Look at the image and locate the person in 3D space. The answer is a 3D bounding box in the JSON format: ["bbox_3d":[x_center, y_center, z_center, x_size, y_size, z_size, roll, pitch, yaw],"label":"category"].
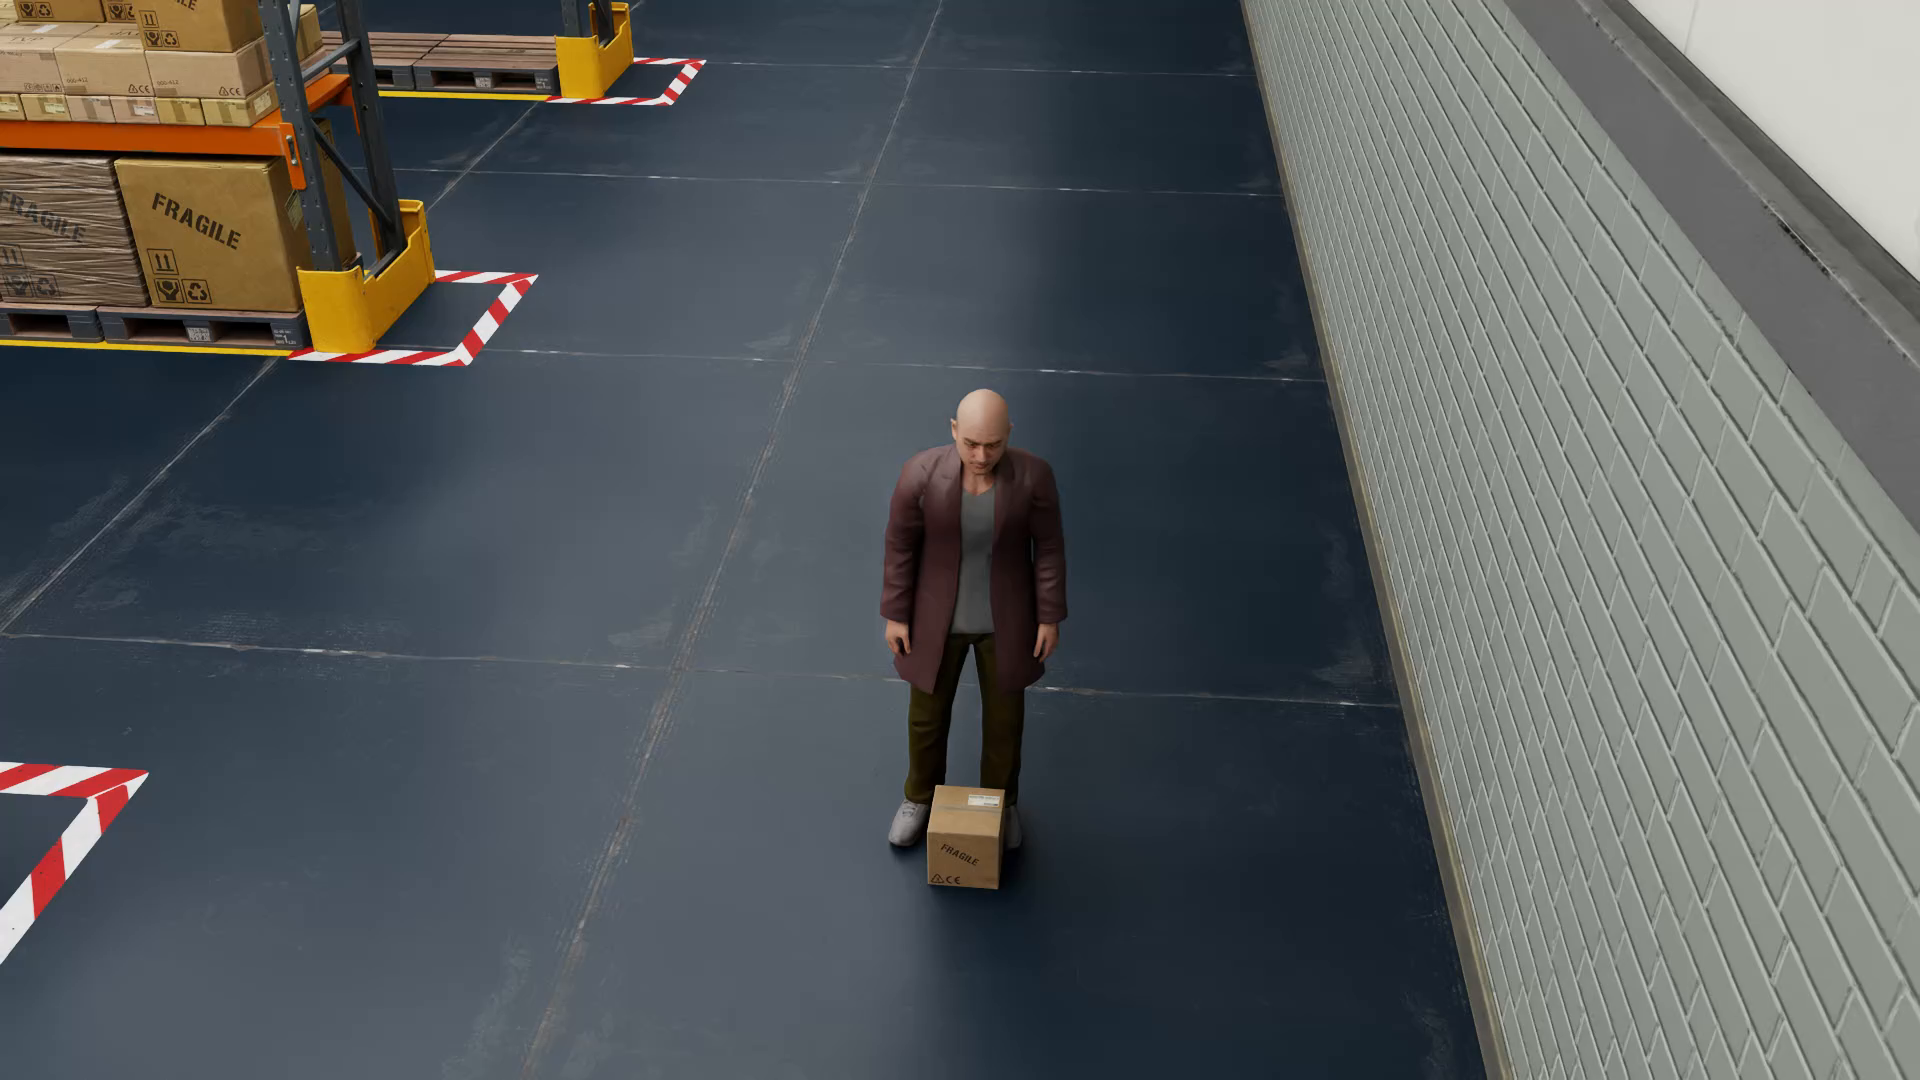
[{"bbox_3d":[0.050,0.272,5.707,0.649,1.772,0.429,1,32,1],"label":"person"}]
